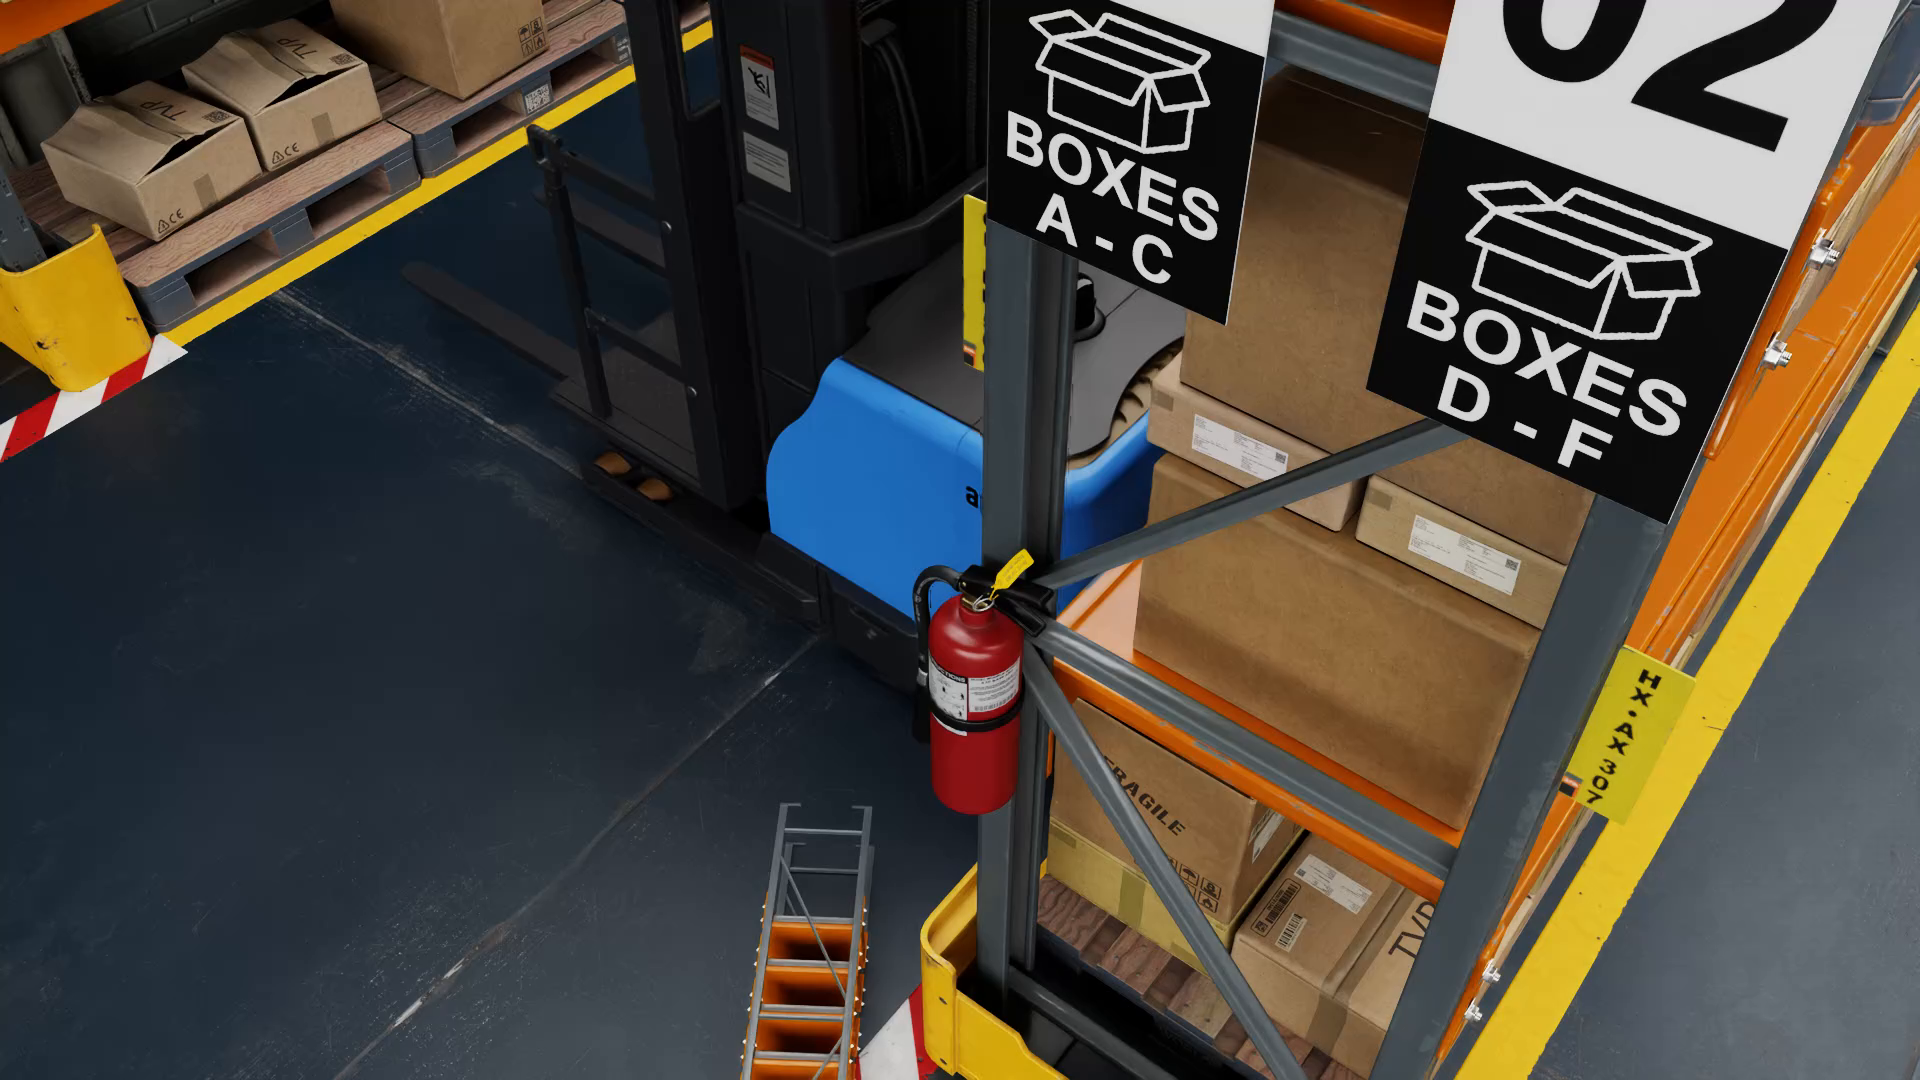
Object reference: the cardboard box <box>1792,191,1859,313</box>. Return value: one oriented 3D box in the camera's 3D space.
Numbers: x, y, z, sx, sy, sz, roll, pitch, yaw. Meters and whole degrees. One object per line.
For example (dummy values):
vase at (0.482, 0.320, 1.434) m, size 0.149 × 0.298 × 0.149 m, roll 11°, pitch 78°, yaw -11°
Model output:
cardboard box at (1.508, -0.631, 3.261) m, size 0.380 × 0.149 × 0.250 m, roll 28°, pitch 52°, yaw 24°

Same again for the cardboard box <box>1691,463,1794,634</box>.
cardboard box at (1.891, -0.172, 4.432) m, size 0.500 × 0.500 × 0.500 m, roll 29°, pitch 53°, yaw 25°

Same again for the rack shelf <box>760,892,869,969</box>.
rack shelf at (-0.361, 0.981, 4.179) m, size 0.258 × 0.180 × 0.103 m, roll 2°, pitch 46°, yaw 2°

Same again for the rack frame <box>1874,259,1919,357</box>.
rack frame at (2.913, -1.941, 5.029) m, size 1.000 × 3.000 × 0.127 m, roll 29°, pitch 53°, yaw 25°

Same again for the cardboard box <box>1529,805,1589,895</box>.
cardboard box at (1.276, 0.398, 3.888) m, size 0.500 × 0.500 × 0.500 m, roll 29°, pitch 53°, yaw 25°

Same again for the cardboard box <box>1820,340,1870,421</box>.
cardboard box at (2.488, -0.752, 4.987) m, size 0.500 × 0.500 × 0.500 m, roll 29°, pitch 53°, yaw 25°

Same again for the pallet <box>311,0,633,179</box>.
pallet at (-2.137, -2.064, 7.076) m, size 1.003 × 0.211 × 1.213 m, roll 29°, pitch 53°, yaw 25°

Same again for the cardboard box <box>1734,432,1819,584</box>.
cardboard box at (2.195, -0.200, 4.977) m, size 0.500 × 0.250 × 0.500 m, roll 29°, pitch 53°, yaw 25°

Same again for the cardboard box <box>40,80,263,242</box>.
cardboard box at (-2.960, -1.419, 6.086) m, size 0.500 × 0.311 × 0.500 m, roll 24°, pitch 51°, yaw 21°

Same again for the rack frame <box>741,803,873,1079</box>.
rack frame at (-0.374, 1.123, 3.917) m, size 0.240 × 0.006 × 1.200 m, roll 2°, pitch 46°, yaw 2°

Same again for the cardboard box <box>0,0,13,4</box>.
cardboard box at (-2.905, -1.934, 5.113) m, size 0.500 × 0.250 × 0.500 m, roll 28°, pitch 52°, yaw 24°

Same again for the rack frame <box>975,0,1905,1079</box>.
rack frame at (0.468, 0.348, 2.843) m, size 1.000 × 3.000 × 0.127 m, roll 29°, pitch 53°, yaw 25°

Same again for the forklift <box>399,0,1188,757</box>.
forklift at (-0.585, -1.313, 4.478) m, size 3.031 × 2.935 × 1.130 m, roll 30°, pitch 53°, yaw 26°

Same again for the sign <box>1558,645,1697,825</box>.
sign at (0.903, 0.271, 2.264) m, size 0.100 × 0.325 × 0.005 m, roll 29°, pitch 53°, yaw 25°

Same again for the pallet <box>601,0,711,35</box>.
pallet at (-1.392, -2.765, 7.746) m, size 1.003 × 0.211 × 1.213 m, roll 29°, pitch 53°, yaw 25°

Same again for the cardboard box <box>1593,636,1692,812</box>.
cardboard box at (1.580, 0.371, 4.433) m, size 0.500 × 0.250 × 0.500 m, roll 29°, pitch 53°, yaw 25°

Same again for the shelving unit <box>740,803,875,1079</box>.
shelving unit at (-0.374, 1.186, 3.983) m, size 0.258 × 0.189 × 1.200 m, roll 2°, pitch 46°, yaw 2°

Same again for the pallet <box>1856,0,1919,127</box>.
pallet at (0.920, -1.051, 2.166) m, size 1.003 × 0.211 × 1.213 m, roll 29°, pitch 53°, yaw 25°

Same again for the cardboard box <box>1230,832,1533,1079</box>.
cardboard box at (0.972, 0.944, 3.885) m, size 0.500 × 0.250 × 0.500 m, roll 29°, pitch 53°, yaw 25°

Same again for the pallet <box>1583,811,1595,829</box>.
pallet at (1.648, 0.160, 4.951) m, size 1.003 × 0.211 × 1.213 m, roll 29°, pitch 53°, yaw 25°

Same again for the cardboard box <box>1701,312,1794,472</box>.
cardboard box at (1.389, -0.532, 3.615) m, size 0.700 × 0.500 × 0.500 m, roll 30°, pitch 53°, yaw 25°

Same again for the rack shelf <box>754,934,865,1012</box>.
rack shelf at (-0.367, 1.068, 4.096) m, size 0.258 × 0.180 × 0.103 m, roll 2°, pitch 46°, yaw 2°

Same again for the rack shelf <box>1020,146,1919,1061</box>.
rack shelf at (1.690, -0.548, 4.196) m, size 1.077 × 0.370 × 4.000 m, roll 29°, pitch 53°, yaw 25°

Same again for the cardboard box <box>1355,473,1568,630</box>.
cardboard box at (0.878, -0.040, 2.696) m, size 0.380 × 0.149 × 0.250 m, roll 29°, pitch 53°, yaw 25°

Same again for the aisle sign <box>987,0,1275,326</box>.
aisle sign at (0.195, -0.642, 1.991) m, size 0.394 × 0.787 × 0.004 m, roll 29°, pitch 53°, yaw 25°

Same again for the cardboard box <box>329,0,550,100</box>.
cardboard box at (-2.124, -2.208, 6.709) m, size 0.700 × 0.500 × 0.500 m, roll 26°, pitch 52°, yaw 23°

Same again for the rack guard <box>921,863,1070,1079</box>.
rack guard at (0.453, 1.225, 3.734) m, size 1.175 × 0.500 × 0.348 m, roll 29°, pitch 53°, yaw 25°

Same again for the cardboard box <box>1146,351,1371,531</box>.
cardboard box at (0.550, -0.213, 2.862) m, size 0.380 × 0.149 × 0.250 m, roll 28°, pitch 53°, yaw 24°

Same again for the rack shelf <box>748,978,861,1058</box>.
rack shelf at (-0.372, 1.154, 4.013) m, size 0.258 × 0.180 × 0.103 m, roll 2°, pitch 46°, yaw 2°

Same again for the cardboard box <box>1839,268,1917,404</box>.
cardboard box at (2.803, -0.774, 5.526) m, size 0.500 × 0.250 × 0.500 m, roll 29°, pitch 53°, yaw 25°

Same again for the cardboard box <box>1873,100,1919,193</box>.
cardboard box at (1.818, -0.919, 3.536) m, size 0.380 × 0.149 × 0.250 m, roll 30°, pitch 53°, yaw 25°

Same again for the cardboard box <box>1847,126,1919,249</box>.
cardboard box at (2.020, -1.129, 4.184) m, size 0.700 × 0.500 × 0.500 m, roll 30°, pitch 53°, yaw 26°
